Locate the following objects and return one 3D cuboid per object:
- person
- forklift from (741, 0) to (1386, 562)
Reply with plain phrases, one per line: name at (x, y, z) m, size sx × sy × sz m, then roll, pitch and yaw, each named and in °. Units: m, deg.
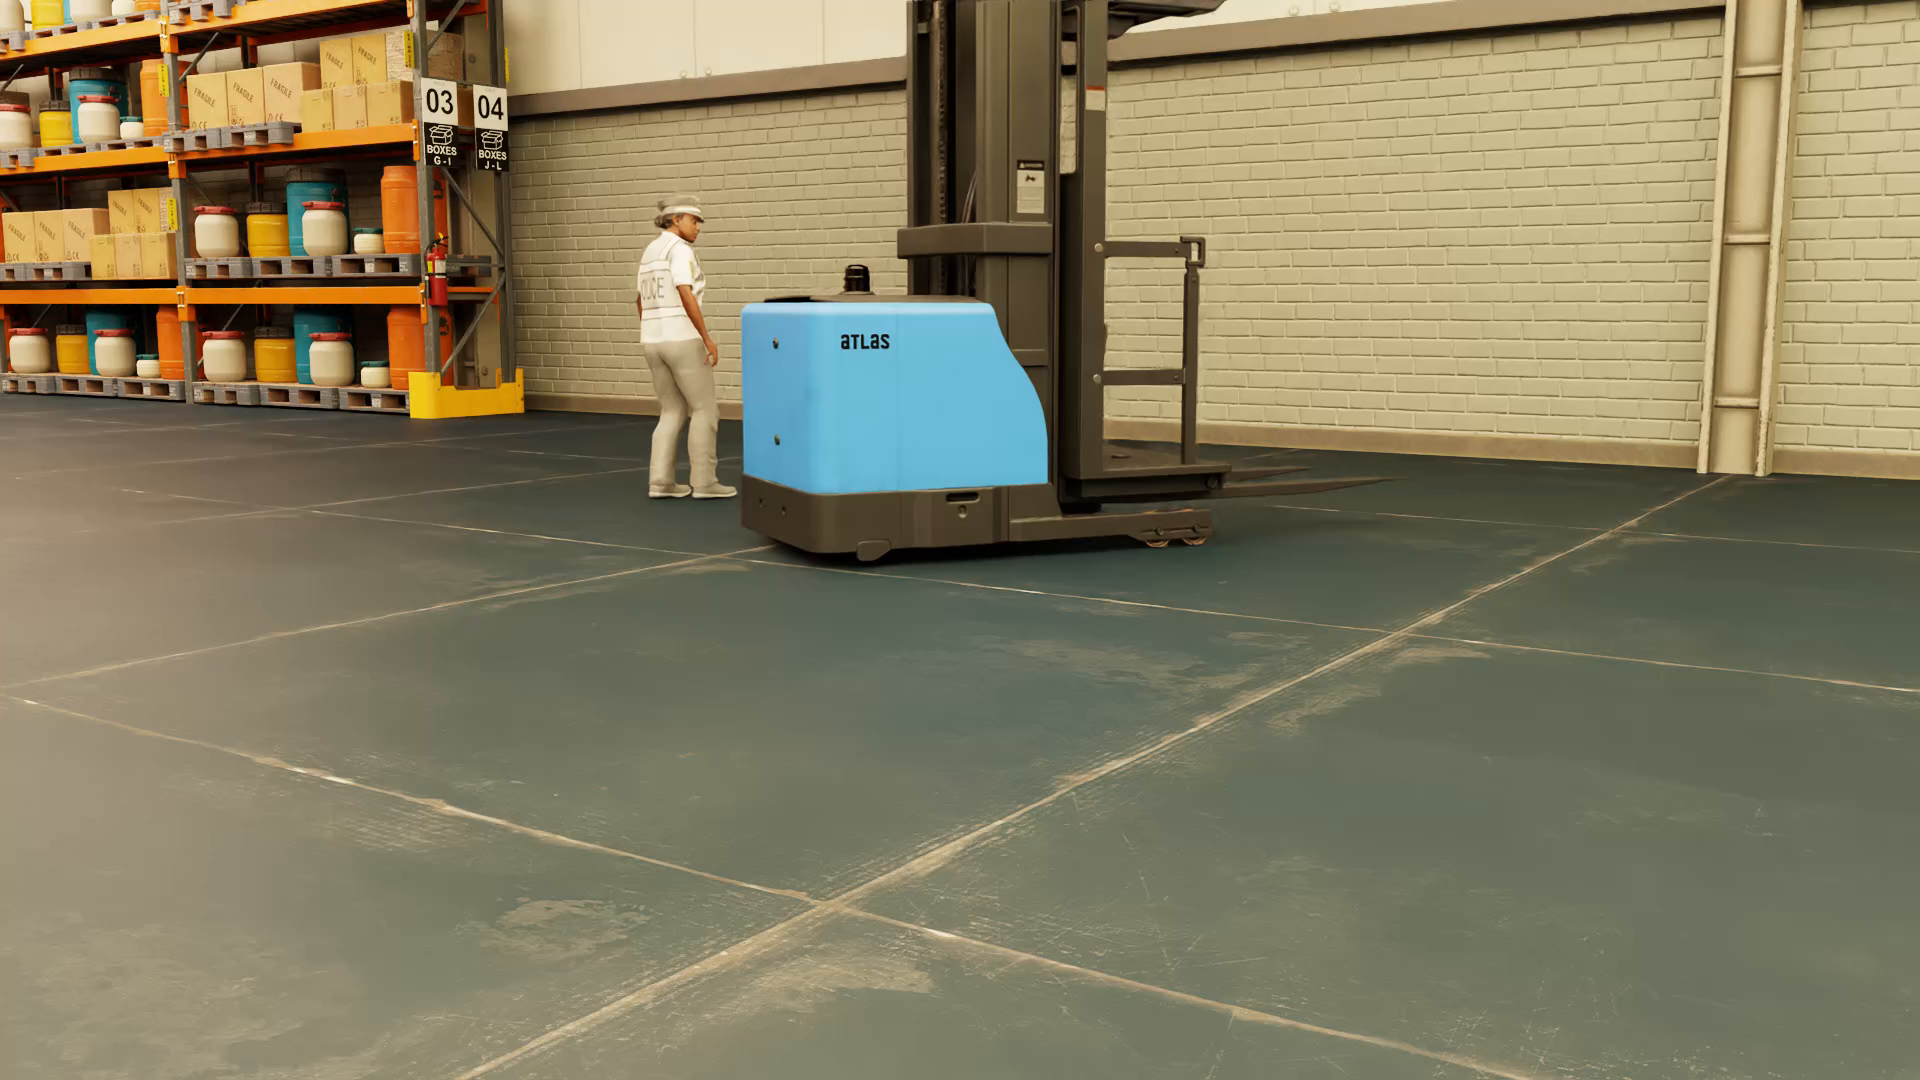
person at (-1.518, -1.057, 9.173) m, size 0.457 × 1.654 × 0.627 m, roll -8°, pitch 11°, yaw -43°
forklift at (0.567, -1.478, 7.585) m, size 3.031 × 2.935 × 1.130 m, roll -4°, pitch 9°, yaw -25°
